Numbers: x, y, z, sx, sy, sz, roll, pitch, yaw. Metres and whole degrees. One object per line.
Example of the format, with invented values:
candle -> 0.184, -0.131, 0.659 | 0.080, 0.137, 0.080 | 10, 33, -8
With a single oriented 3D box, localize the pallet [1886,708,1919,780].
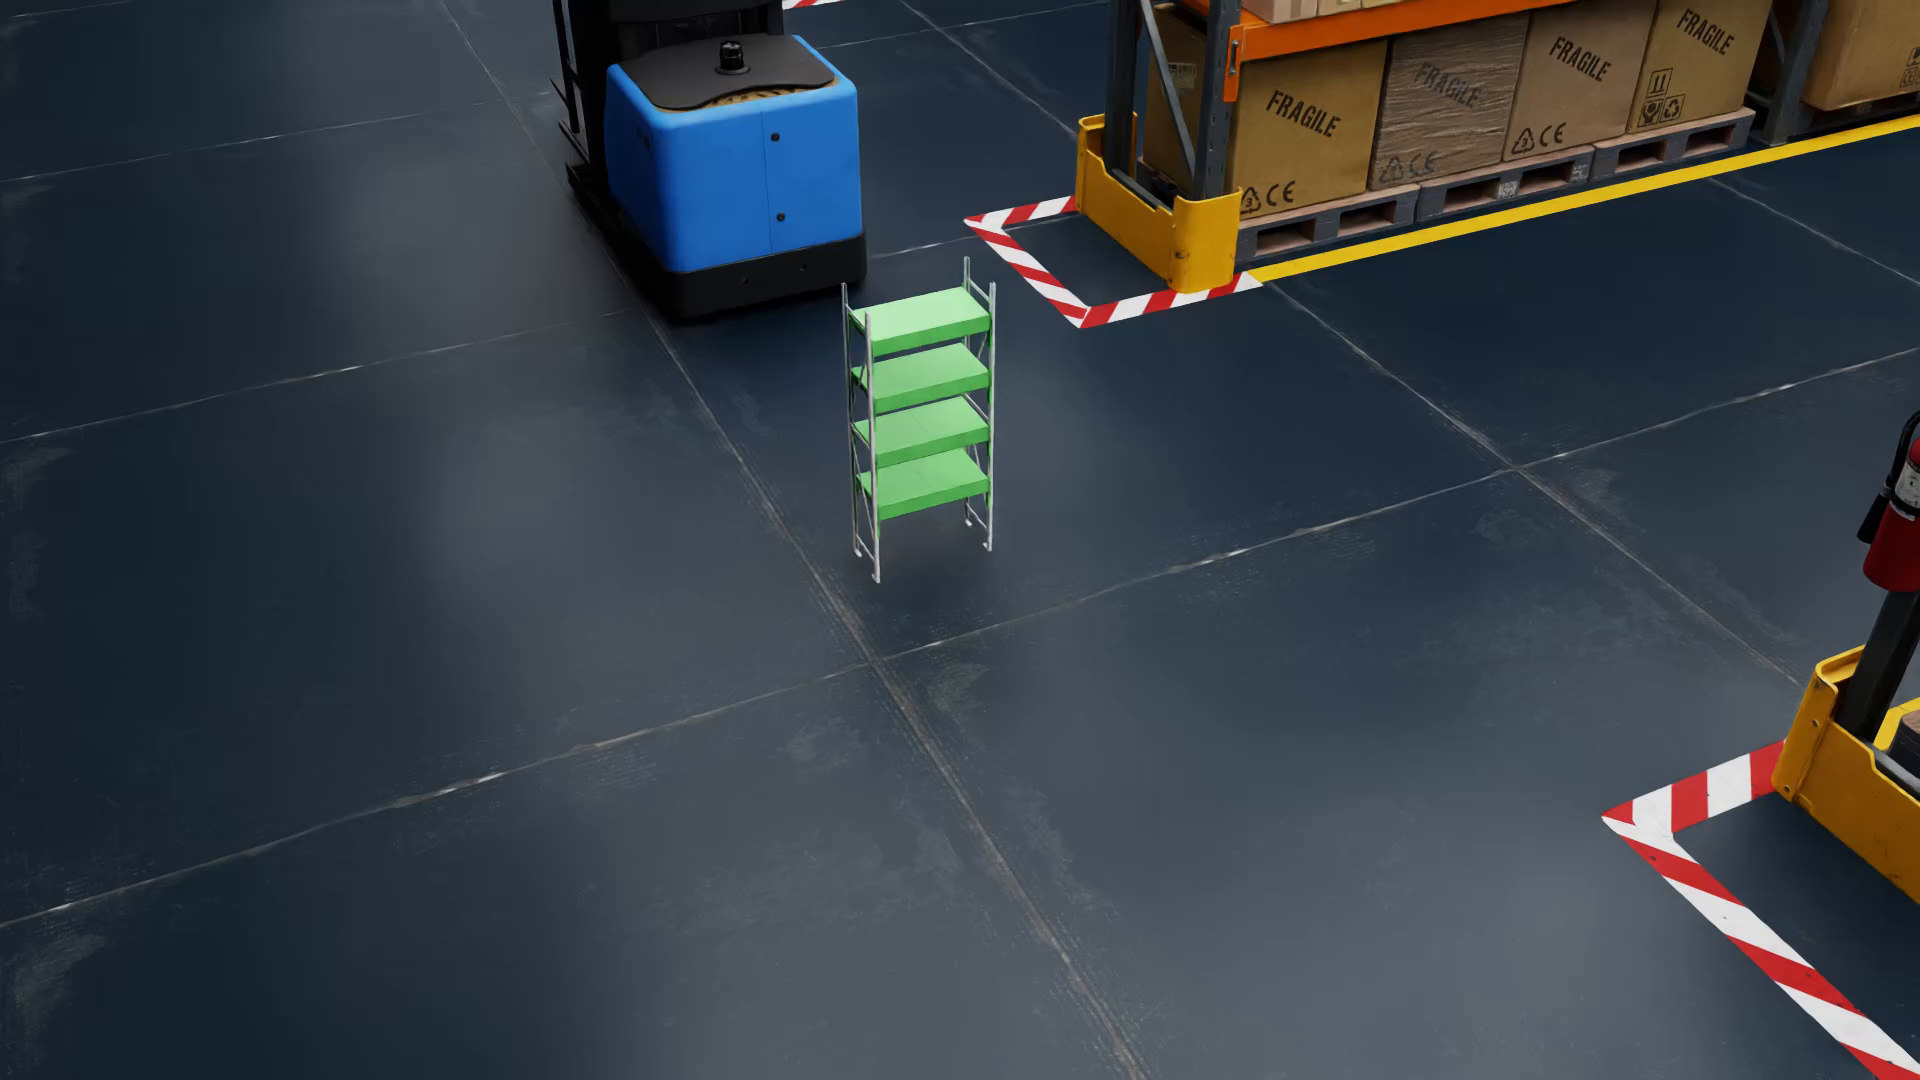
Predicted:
pallet -> 3.910, 0.798, 5.497 | 1.213, 0.211, 1.003 | -16, 39, -20

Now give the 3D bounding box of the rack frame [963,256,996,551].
rack frame -> 0.071, -0.502, 6.419 | 0.015, 1.200, 0.240 | -16, 39, -20

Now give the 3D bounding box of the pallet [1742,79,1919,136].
pallet -> 5.330, -2.934, 10.528 | 1.213, 0.211, 1.003 | -16, 39, -20

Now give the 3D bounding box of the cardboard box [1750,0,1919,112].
cardboard box -> 5.235, -3.306, 10.120 | 0.875, 0.875, 1.225 | -15, 39, -20

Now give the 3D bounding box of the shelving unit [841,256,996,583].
shelving unit -> -0.150, -0.440, 6.336 | 0.503, 1.200, 0.258 | -16, 39, -20

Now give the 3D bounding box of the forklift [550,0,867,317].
forklift -> -1.563, -3.129, 8.509 | 1.130, 2.935, 3.031 | -16, 39, -20

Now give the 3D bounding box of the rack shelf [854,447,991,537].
rack shelf -> -0.150, -0.196, 6.517 | 0.480, 0.148, 0.258 | -16, 39, -20

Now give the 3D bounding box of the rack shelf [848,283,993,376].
rack shelf -> -0.150, -0.774, 6.088 | 0.480, 0.148, 0.258 | -16, 39, -20

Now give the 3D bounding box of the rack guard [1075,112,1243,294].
rack guard -> 1.021, -1.795, 8.751 | 0.348, 0.500, 1.175 | -16, 39, -20

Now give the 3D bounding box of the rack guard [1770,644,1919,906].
rack guard -> 3.131, 0.883, 5.140 | 0.348, 0.500, 1.175 | -16, 39, -20

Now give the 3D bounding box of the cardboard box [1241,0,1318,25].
cardboard box -> 1.504, -2.616, 7.970 | 0.250, 0.149, 0.380 | -15, 39, -19

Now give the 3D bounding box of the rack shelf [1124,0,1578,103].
rack shelf -> 2.853, -3.022, 8.911 | 4.000, 0.370, 1.077 | -16, 39, -20

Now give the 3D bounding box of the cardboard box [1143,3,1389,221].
cardboard box -> 1.588, -2.326, 8.798 | 0.875, 0.875, 0.875 | -16, 39, -20

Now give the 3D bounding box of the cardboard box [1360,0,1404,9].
cardboard box -> 1.968, -2.747, 8.146 | 0.250, 0.149, 0.380 | -17, 40, -21

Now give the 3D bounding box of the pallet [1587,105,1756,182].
pallet -> 3.942, -2.547, 10.007 | 1.213, 0.211, 1.003 | -16, 39, -20

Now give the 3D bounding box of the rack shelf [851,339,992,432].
rack shelf -> -0.150, -0.581, 6.231 | 0.480, 0.148, 0.258 | -16, 39, -20

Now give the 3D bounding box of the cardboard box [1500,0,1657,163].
cardboard box -> 3.217, -2.781, 9.413 | 0.875, 0.875, 0.875 | -16, 39, -20

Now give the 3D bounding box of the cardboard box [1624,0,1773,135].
cardboard box -> 4.032, -3.009, 9.720 | 0.875, 0.875, 0.875 | -16, 39, -20

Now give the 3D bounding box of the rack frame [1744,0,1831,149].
rack frame -> 4.664, -3.818, 9.379 | 0.127, 3.000, 1.000 | -16, 39, -20

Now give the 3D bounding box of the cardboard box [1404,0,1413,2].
cardboard box -> 2.203, -2.813, 8.236 | 0.250, 0.149, 0.380 | -16, 40, -21

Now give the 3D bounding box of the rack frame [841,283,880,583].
rack frame -> -0.371, -0.378, 6.253 | 0.015, 1.200, 0.240 | -16, 39, -20

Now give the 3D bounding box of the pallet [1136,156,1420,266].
pallet -> 1.733, -1.930, 9.175 | 1.213, 0.211, 1.003 | -16, 39, -20

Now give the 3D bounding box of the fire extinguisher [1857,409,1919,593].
fire extinguisher -> 2.818, -0.160, 4.826 | 0.183, 0.674, 0.296 | -16, 39, -20

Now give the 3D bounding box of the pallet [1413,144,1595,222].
pallet -> 2.836, -2.236, 9.588 | 1.213, 0.211, 1.003 | -16, 39, -20

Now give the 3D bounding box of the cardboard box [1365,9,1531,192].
cardboard box -> 2.412, -2.556, 9.109 | 0.875, 0.875, 0.875 | -16, 39, -20

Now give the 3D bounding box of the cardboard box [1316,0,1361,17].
cardboard box -> 1.736, -2.682, 8.059 | 0.250, 0.149, 0.380 | -16, 40, -21

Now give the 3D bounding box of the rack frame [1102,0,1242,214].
rack frame -> 1.043, -2.805, 8.014 | 0.127, 3.000, 1.000 | -16, 39, -20

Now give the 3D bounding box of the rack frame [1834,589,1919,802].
rack frame -> 3.147, -0.134, 4.413 | 0.127, 3.000, 1.000 | -16, 39, -20

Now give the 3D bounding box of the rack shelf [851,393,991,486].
rack shelf -> -0.150, -0.389, 6.374 | 0.480, 0.148, 0.258 | -16, 39, -20
